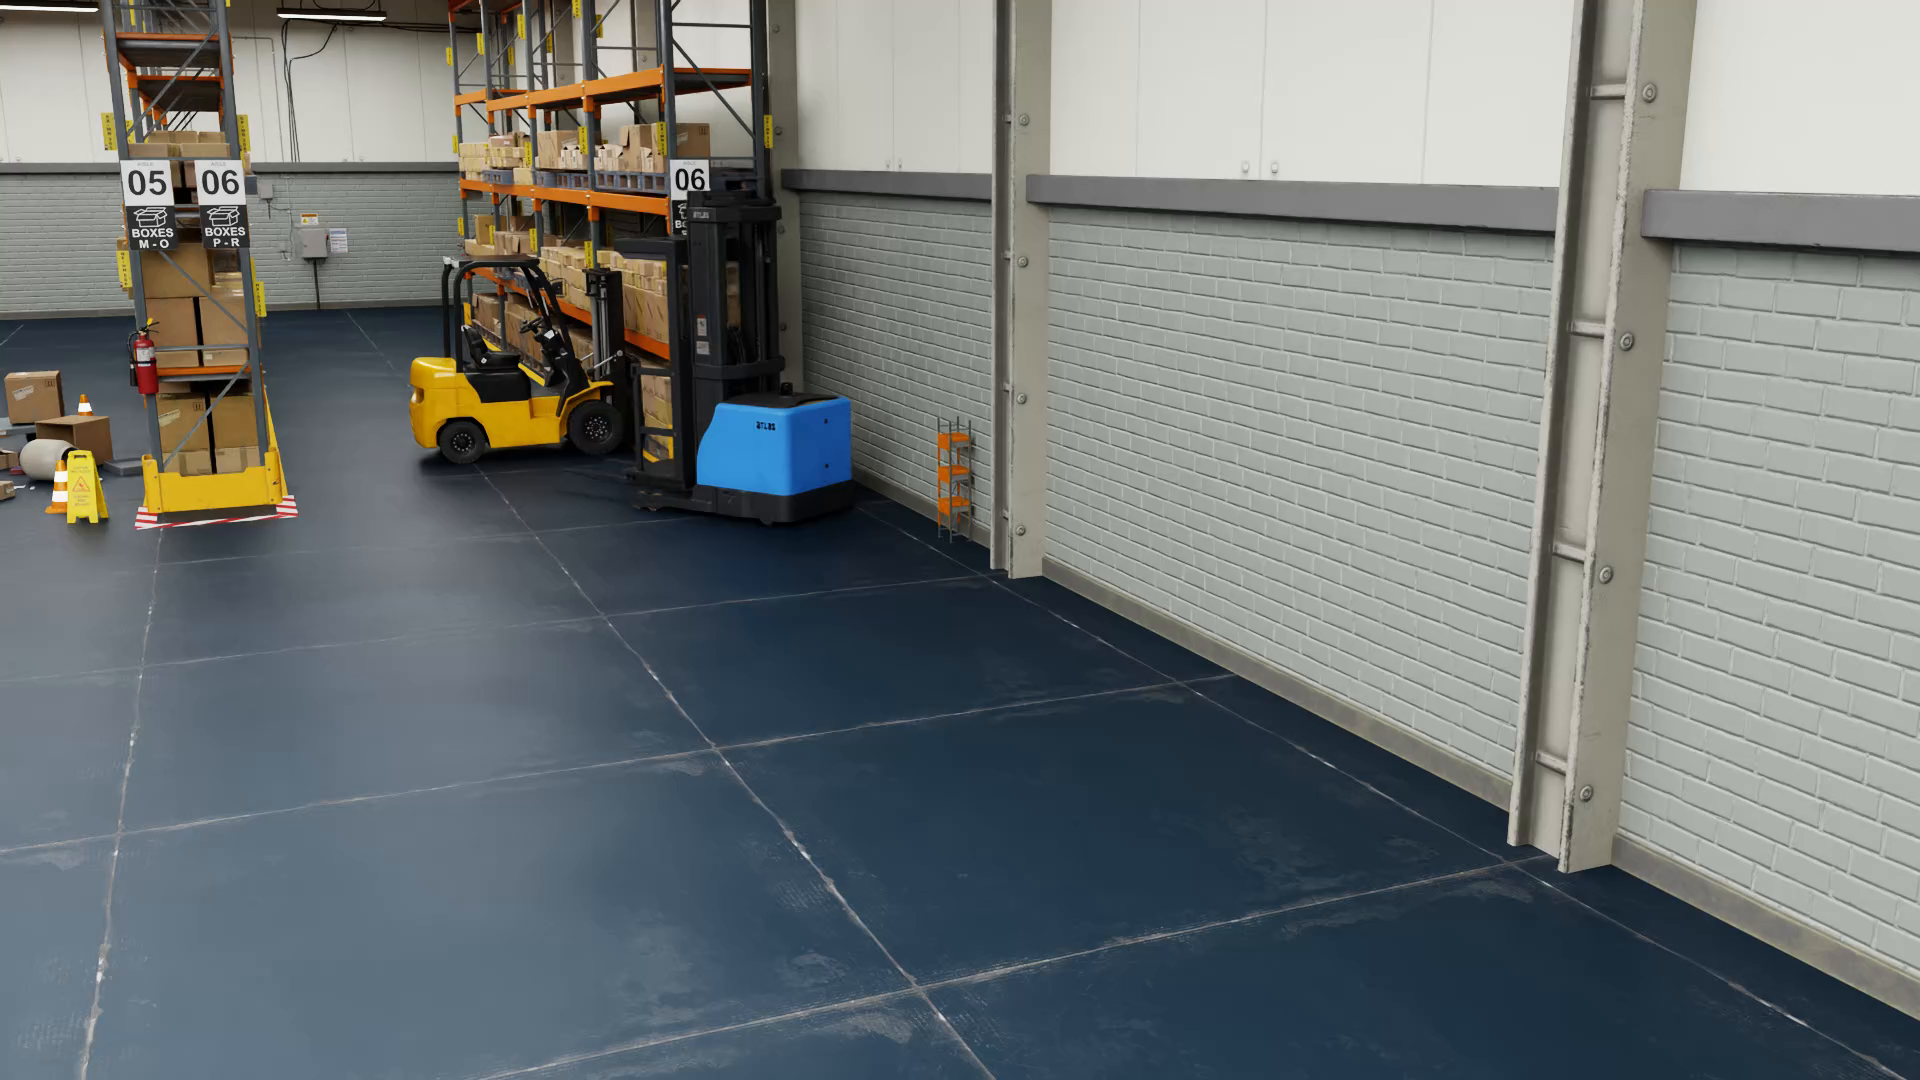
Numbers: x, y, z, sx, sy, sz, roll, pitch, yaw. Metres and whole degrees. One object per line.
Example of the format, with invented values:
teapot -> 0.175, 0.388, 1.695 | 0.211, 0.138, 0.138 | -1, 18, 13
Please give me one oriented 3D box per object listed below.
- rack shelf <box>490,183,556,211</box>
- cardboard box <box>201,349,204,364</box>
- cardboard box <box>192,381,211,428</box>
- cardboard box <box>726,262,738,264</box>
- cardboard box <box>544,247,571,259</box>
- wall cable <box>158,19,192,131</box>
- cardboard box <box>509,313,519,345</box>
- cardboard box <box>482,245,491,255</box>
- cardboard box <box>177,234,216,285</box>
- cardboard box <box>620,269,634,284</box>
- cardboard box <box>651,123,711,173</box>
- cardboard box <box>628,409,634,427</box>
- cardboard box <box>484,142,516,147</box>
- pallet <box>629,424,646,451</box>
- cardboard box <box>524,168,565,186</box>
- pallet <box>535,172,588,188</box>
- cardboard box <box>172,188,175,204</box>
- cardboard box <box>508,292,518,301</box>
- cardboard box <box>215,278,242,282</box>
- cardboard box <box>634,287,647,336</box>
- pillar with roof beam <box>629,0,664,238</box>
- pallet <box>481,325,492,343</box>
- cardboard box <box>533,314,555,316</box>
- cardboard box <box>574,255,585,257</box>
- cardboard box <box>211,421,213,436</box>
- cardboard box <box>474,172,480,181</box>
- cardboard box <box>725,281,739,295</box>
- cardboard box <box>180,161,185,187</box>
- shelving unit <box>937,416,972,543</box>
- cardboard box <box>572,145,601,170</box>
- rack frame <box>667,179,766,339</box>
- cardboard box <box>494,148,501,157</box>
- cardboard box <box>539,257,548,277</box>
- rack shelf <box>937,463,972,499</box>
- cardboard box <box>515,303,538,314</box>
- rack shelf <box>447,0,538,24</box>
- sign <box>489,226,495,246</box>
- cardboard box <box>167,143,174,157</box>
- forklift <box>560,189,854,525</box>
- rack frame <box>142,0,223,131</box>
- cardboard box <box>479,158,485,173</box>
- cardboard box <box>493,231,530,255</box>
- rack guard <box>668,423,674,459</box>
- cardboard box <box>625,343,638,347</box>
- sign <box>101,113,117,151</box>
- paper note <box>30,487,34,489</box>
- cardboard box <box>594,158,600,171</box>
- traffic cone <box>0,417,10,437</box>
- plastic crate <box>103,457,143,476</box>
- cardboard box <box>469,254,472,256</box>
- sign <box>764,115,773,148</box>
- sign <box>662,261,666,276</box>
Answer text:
rack shelf -> -6.495, -5.403, 26.005 | 1.077, 0.370, 4.000 | -6, 14, -23
cardboard box -> -7.096, -1.794, 16.027 | 0.380, 0.149, 0.250 | -5, 14, -22
cardboard box -> -8.003, -1.362, 17.104 | 0.500, 0.500, 0.500 | -6, 14, -24
cardboard box -> -2.620, -2.935, 18.077 | 0.380, 0.149, 0.250 | -5, 14, -22
cardboard box -> -5.728, -4.096, 23.755 | 0.380, 0.149, 0.250 | -5, 14, -22
wall cable -> -15.981, -9.155, 33.968 | 0.463, 3.000, 0.029 | -6, 14, -23
cardboard box -> -7.086, -3.463, 27.290 | 0.500, 0.500, 0.500 | -6, 14, -24
cardboard box -> -8.125, -5.067, 29.281 | 0.500, 0.250, 0.500 | -6, 14, -23
cardboard box -> -8.007, -2.860, 16.977 | 0.700, 0.500, 0.500 | -6, 14, -23
cardboard box -> -3.718, -3.060, 19.280 | 0.380, 0.149, 0.250 | -6, 14, -25
cardboard box -> -2.890, -4.059, 17.227 | 0.500, 0.500, 0.500 | -5, 14, -21
cardboard box -> -3.578, -1.472, 19.246 | 0.500, 0.250, 0.500 | -5, 14, -21
cardboard box -> -7.719, -6.564, 27.992 | 0.500, 0.250, 0.500 | -6, 14, -23
pallet -> -3.318, -1.273, 19.403 | 1.003, 0.211, 1.213 | -6, 14, -23
cardboard box -> -6.122, -5.351, 24.518 | 0.500, 0.250, 0.500 | -6, 14, -25
pallet -> -5.340, -5.116, 23.588 | 1.213, 0.211, 1.003 | -5, 14, -20
cardboard box -> -7.435, -3.164, 15.294 | 0.380, 0.149, 0.250 | -6, 14, -23
cardboard box -> -7.340, -4.060, 27.774 | 0.380, 0.149, 0.250 | -6, 14, -24
cardboard box -> -7.807, -2.515, 17.703 | 0.500, 0.500, 0.500 | -5, 14, -21
cardboard box -> -3.332, -2.566, 18.585 | 0.500, 0.500, 0.500 | -6, 14, -24
pillar with roof beam -> -8.290, -6.225, 21.308 | 9.100, 9.000, 0.400 | -6, 14, -23
pallet -> -8.063, -3.741, 30.066 | 1.003, 0.211, 1.213 | -6, 14, -23
cardboard box -> -6.326, -3.373, 25.464 | 0.380, 0.149, 0.250 | -6, 14, -25
cardboard box -> -4.876, -3.677, 21.943 | 0.380, 0.149, 0.250 | -6, 14, -24
cardboard box -> -8.425, -1.213, 18.124 | 0.500, 0.250, 0.500 | -5, 14, -20
cardboard box -> -8.354, -6.407, 29.306 | 0.380, 0.149, 0.250 | -5, 14, -22
cardboard box -> -2.387, -2.684, 17.655 | 0.380, 0.149, 0.250 | -6, 14, -24
cardboard box -> -7.675, -3.497, 15.846 | 0.500, 0.250, 0.500 | -6, 14, -24
shelving unit -> -0.047, -0.519, 14.279 | 0.215, 1.050, 0.252 | -6, 14, -24
cardboard box -> -4.604, -4.851, 21.070 | 0.500, 0.311, 0.500 | -6, 14, -25
rack frame -> -2.489, -2.226, 17.335 | 1.000, 3.000, 0.127 | -6, 14, -23
cardboard box -> -7.216, -6.185, 26.534 | 0.380, 0.149, 0.250 | -6, 14, -24
cardboard box -> -5.763, -3.933, 23.936 | 0.500, 0.250, 0.500 | -6, 14, -23
rack shelf -> -0.047, -0.508, 14.282 | 0.215, 0.259, 0.240 | -6, 14, -24
cardboard box -> -7.101, -3.808, 27.343 | 0.380, 0.149, 0.250 | -6, 15, -26
rack shelf -> -8.097, -9.310, 28.862 | 1.077, 0.370, 4.000 | -6, 14, -23
sign -> -7.790, -5.076, 27.731 | 0.100, 0.325, 0.005 | -6, 14, -23
cardboard box -> -7.510, -3.604, 15.427 | 0.380, 0.149, 0.250 | -5, 14, -22
forklift -> -2.503, -1.789, 15.598 | 3.031, 2.935, 1.130 | 8, 15, 32
rack frame -> -11.842, -7.179, 25.430 | 1.000, 3.000, 0.127 | -6, 14, -23
cardboard box -> -7.936, -6.422, 28.485 | 0.500, 0.250, 0.500 | -6, 14, -25
cardboard box -> -7.307, -4.838, 27.469 | 0.700, 0.500, 0.500 | -5, 14, -22
rack guard -> -2.479, -1.003, 17.595 | 1.175, 0.500, 0.348 | -6, 14, -23
cardboard box -> -4.185, -2.276, 20.501 | 0.500, 0.250, 0.500 | -6, 14, -24
sign -> -7.552, -3.624, 14.758 | 0.100, 0.325, 0.005 | -6, 14, -23
paper note -> -9.256, -0.520, 16.593 | 0.032, 0.001, 0.123 | -6, 14, -23
cardboard box -> -4.190, -4.524, 20.018 | 0.380, 0.149, 0.250 | -5, 14, -22
traffic cone -> -11.450, -1.467, 19.680 | 0.336, 0.463, 0.334 | -6, 14, -23
plastic crate -> -8.760, -0.782, 17.573 | 0.402, 0.080, 0.583 | -12, 18, -42
cardboard box -> -9.018, -5.316, 31.245 | 0.380, 0.149, 0.250 | -6, 14, -23
sign -> -1.978, -4.201, 17.100 | 0.100, 0.325, 0.005 | -6, 14, -23
sign -> -2.992, -2.859, 16.978 | 0.100, 0.325, 0.005 | -6, 14, -23
